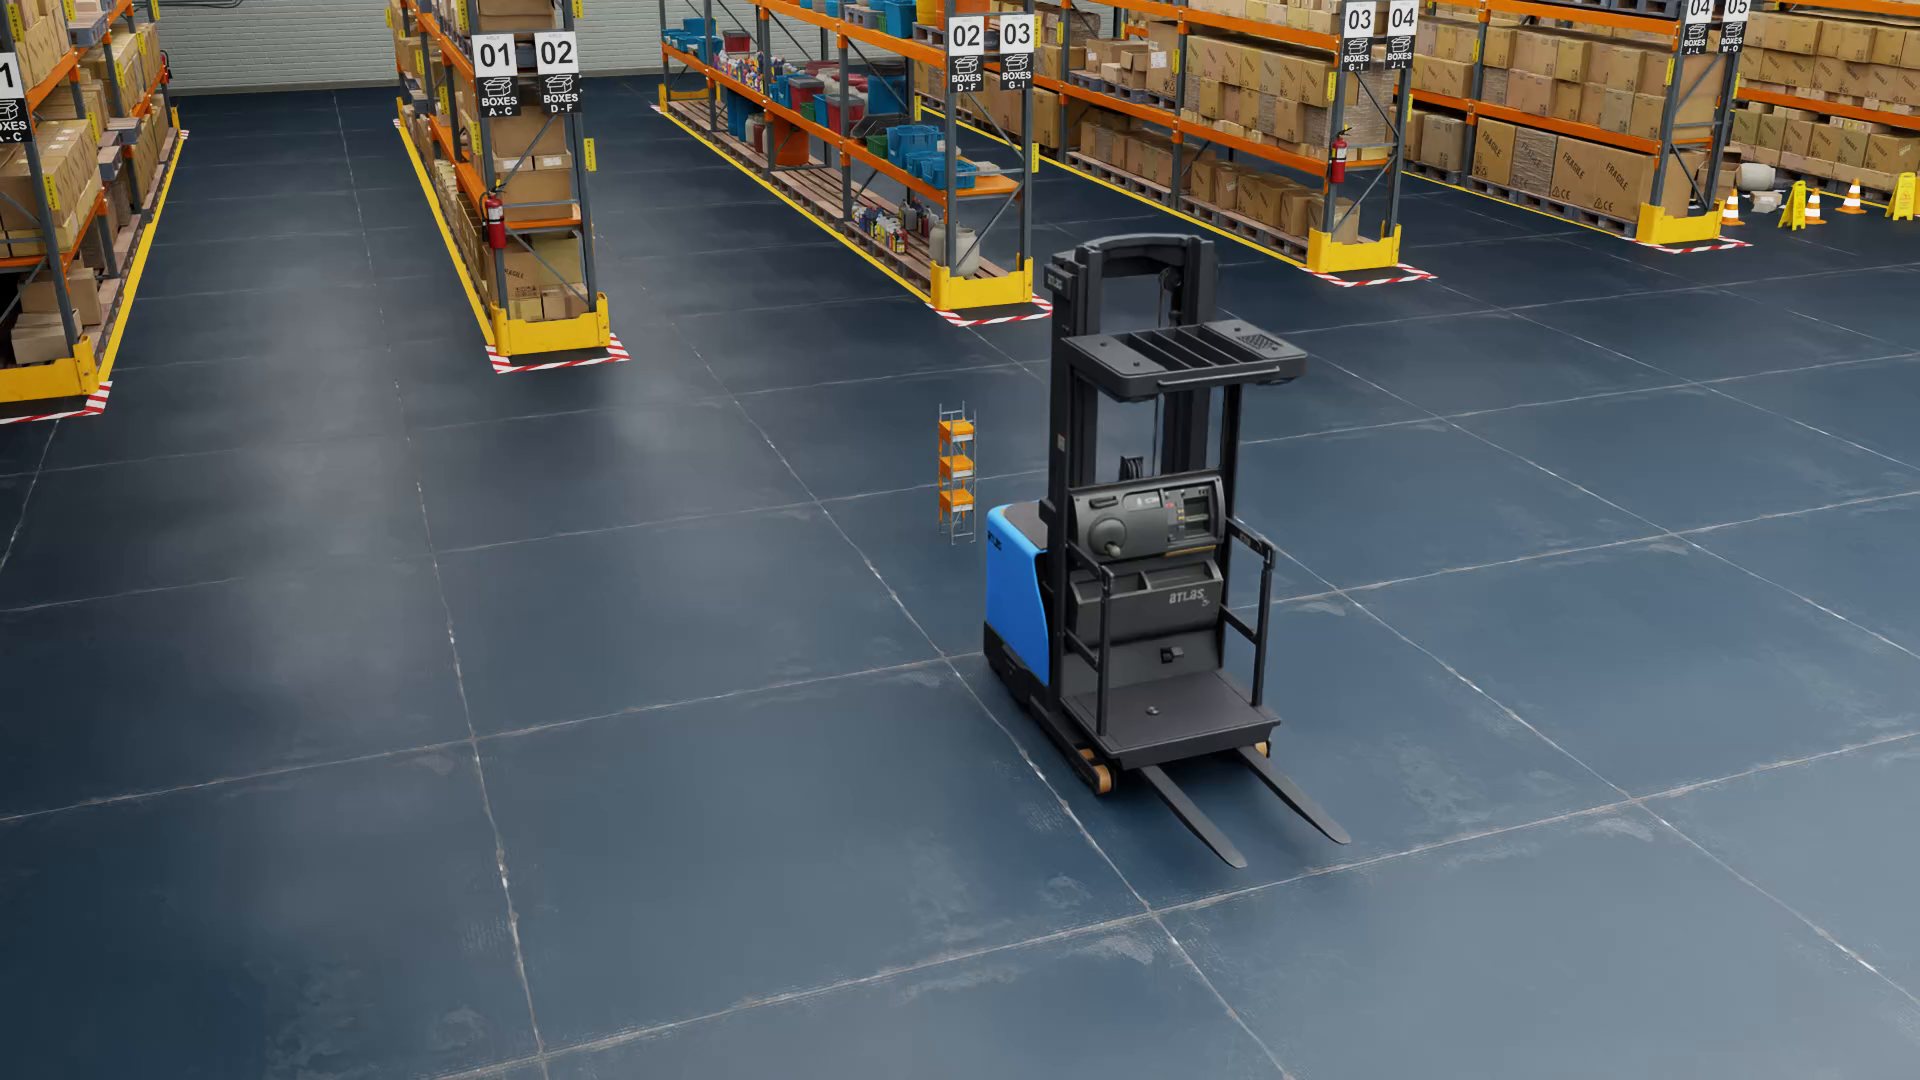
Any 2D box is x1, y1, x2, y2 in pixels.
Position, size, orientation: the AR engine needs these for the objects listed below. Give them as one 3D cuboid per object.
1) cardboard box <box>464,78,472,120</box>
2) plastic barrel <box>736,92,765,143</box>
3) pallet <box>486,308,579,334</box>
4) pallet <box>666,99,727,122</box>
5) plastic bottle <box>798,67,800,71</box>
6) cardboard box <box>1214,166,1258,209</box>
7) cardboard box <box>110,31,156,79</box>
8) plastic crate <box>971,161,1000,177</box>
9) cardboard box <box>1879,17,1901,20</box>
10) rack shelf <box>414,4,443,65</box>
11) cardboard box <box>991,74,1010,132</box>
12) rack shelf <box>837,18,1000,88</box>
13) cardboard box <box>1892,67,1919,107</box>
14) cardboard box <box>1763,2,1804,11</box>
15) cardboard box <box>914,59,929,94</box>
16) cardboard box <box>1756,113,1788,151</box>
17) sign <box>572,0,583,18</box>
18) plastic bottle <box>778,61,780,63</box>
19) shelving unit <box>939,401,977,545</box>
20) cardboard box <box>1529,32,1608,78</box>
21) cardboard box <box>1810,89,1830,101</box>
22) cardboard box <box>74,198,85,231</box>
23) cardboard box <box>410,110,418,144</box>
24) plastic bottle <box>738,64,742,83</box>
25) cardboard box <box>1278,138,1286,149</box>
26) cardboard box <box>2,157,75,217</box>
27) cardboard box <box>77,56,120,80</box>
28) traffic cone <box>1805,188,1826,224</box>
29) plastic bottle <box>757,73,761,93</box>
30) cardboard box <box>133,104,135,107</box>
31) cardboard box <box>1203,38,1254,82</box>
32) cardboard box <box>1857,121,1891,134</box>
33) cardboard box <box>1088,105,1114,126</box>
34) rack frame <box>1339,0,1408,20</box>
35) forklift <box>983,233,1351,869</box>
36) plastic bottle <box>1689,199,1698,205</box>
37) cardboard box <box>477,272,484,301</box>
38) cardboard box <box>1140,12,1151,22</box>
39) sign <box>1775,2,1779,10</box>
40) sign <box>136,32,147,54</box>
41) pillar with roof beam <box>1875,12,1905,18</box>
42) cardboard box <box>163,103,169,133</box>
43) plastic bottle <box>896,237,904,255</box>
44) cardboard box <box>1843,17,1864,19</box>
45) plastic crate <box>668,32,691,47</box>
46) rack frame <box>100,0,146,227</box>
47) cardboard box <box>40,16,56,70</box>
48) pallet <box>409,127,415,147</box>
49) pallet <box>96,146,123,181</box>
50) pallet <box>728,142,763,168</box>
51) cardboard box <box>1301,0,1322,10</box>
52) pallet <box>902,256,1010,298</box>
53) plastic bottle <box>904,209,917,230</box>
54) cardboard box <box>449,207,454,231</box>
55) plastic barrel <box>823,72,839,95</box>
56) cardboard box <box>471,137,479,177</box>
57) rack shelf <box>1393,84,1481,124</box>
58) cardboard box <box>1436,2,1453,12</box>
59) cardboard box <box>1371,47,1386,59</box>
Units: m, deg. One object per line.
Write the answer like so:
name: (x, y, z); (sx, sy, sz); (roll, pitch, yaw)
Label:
cardboard box: (-5.383, -5.190, 19.404); (0.700, 0.500, 0.500); (-8, 24, -19)
plastic barrel: (-3.490, -7.245, 28.237); (0.600, 0.901, 0.708); (-8, 24, -19)
pallet: (-4.622, -2.424, 18.229); (1.003, 0.211, 1.213); (-8, 24, -19)
pallet: (-5.074, -8.339, 32.263); (1.003, 0.211, 1.213); (-8, 24, -19)
plastic bottle: (-2.603, -7.477, 26.777); (0.061, 0.283, 0.133); (-8, 24, -19)
cardboard box: (3.857, -4.932, 23.267); (0.500, 0.500, 0.500); (-1, 23, -2)
cardboard box: (-13.880, -7.983, 27.441); (0.980, 0.700, 0.700); (-10, 25, -22)
plastic crate: (0.308, -4.363, 19.579); (0.298, 0.136, 0.250); (-8, 24, -19)
cardboard box: (16.908, -9.443, 30.328); (0.380, 0.149, 0.250); (-8, 24, -17)
rack shelf: (-6.432, -6.668, 21.772); (1.077, 0.370, 4.000); (-8, 24, -19)
cardboard box: (1.279, -7.815, 29.625); (1.225, 0.875, 0.875); (-9, 25, -21)
rack shelf: (-0.384, -5.893, 19.933); (1.077, 0.370, 4.000); (-8, 24, -19)
cardboard box: (13.778, -6.497, 23.791); (0.500, 0.500, 0.500); (-9, 24, -20)
cardboard box: (16.008, -10.192, 32.399); (0.500, 0.500, 0.500); (-7, 24, -17)
cardboard box: (-0.395, -9.601, 33.863); (0.875, 0.875, 0.875); (-8, 24, -19)
cardboard box: (12.970, -6.436, 26.191); (0.500, 0.500, 0.500); (-7, 24, -17)
sign: (-3.791, -5.332, 16.450); (0.100, 0.325, 0.005); (-8, 24, -19)
plastic bottle: (-2.981, -7.773, 27.495); (0.097, 0.271, 0.097); (0, 23, 0)
shelving unit: (-0.019, -0.503, 12.592); (0.215, 1.050, 0.252); (-8, 24, -19)
cardboard box: (8.683, -6.921, 23.725); (0.875, 0.550, 0.550); (-8, 24, -19)
cardboard box: (13.184, -6.780, 25.297); (0.380, 0.149, 0.250); (-8, 24, -19)
cardboard box: (-9.192, -3.289, 16.860); (0.500, 0.250, 0.500); (-9, 24, -20)
cardboard box: (-9.018, -7.016, 28.186); (0.500, 0.500, 0.500); (-8, 24, -19)
plastic bottle: (-3.561, -7.588, 27.040); (0.061, 0.283, 0.133); (-8, 24, -19)
cardboard box: (4.315, -5.118, 21.355); (0.380, 0.149, 0.250); (-8, 24, -19)
cardboard box: (-8.998, -3.437, 16.245); (0.500, 0.500, 0.500); (-8, 24, -19)
cardboard box: (-11.701, -6.411, 22.597); (0.500, 0.250, 0.500); (-8, 24, -18)
traffic cone: (11.950, -4.689, 23.279); (0.336, 0.463, 0.334); (-8, 24, -19)
plastic bottle: (-3.127, -7.140, 25.980); (0.061, 0.283, 0.133); (-8, 24, -19)
cardboard box: (-12.393, -6.458, 24.508); (0.380, 0.149, 0.250); (-9, 24, -20)
cardboard box: (3.643, -6.512, 22.540); (0.500, 0.500, 0.500); (-8, 24, -19)
cardboard box: (13.508, -6.105, 24.571); (0.380, 0.149, 0.250); (-8, 24, -17)
cardboard box: (2.395, -6.859, 26.847); (0.500, 0.250, 0.500); (-7, 24, -17)
rack frame: (4.956, -7.559, 19.099); (1.000, 3.000, 0.127); (-8, 24, -19)
forklift: (1.152, -0.103, 9.220); (1.130, 2.935, 3.031); (-8, 24, -19)
plastic bottle: (10.726, -5.006, 24.549); (0.133, 0.061, 0.283); (-18, 29, -37)
cardboard box: (-5.144, -2.879, 18.718); (0.500, 0.250, 0.500); (-8, 24, -19)
cardboard box: (4.093, -11.043, 34.577); (0.500, 0.500, 0.500); (-8, 24, -19)
sign: (15.539, -10.163, 31.611); (0.100, 0.325, 0.005); (-8, 24, -19)
sign: (-12.680, -7.691, 25.747); (0.100, 0.325, 0.005); (-8, 24, -19)
pillar with roof beam: (13.320, -11.567, 28.608); (9.100, 9.000, 0.400); (-8, 24, -19)
cardboard box: (-14.257, -7.370, 29.053); (0.700, 0.500, 0.500); (-8, 24, -19)
plastic bottle: (-0.736, -3.636, 20.550); (0.097, 0.201, 0.097); (0, 23, 0)
cardboard box: (16.347, -9.465, 30.380); (0.380, 0.149, 0.250); (-8, 24, -18)
plastic crate: (-5.318, -9.505, 31.578); (0.416, 0.233, 0.300); (-8, 24, -19)
rack frame: (-11.772, -5.663, 22.323); (1.000, 3.000, 0.127); (-8, 24, -19)
cardboard box: (-9.382, -4.929, 16.566); (0.500, 0.500, 0.500); (-7, 24, -16)
pallet: (-9.228, -7.206, 29.575); (1.003, 0.211, 1.213); (-8, 24, -19)
pallet: (-10.492, -4.419, 19.618); (1.003, 0.211, 1.213); (-8, 24, -19)
pallet: (-3.248, -6.460, 27.806); (1.003, 0.211, 1.213); (-8, 24, -19)
cardboard box: (4.385, -6.545, 20.234); (0.380, 0.149, 0.250); (-9, 25, -21)
pallet: (-0.030, -3.147, 19.945); (1.003, 0.211, 1.213); (-8, 24, -19)
plastic bottle: (-0.655, -4.223, 21.847); (0.152, 0.276, 0.135); (-8, 24, -19)
cardboard box: (-6.501, -4.298, 22.084); (0.500, 0.250, 0.500); (-8, 24, -18)
plastic barrel: (-1.791, -6.576, 24.346); (0.421, 0.512, 0.421); (0, 23, 0)
cardboard box: (-5.370, -4.585, 19.638); (0.700, 0.500, 0.500); (-9, 24, -20)
rack shelf: (7.513, -7.287, 27.104); (1.077, 0.370, 4.000); (-8, 24, -19)
cardboard box: (9.875, -10.822, 33.148); (0.500, 0.500, 0.500); (-8, 24, -18)
cardboard box: (7.072, -7.824, 27.321); (0.500, 0.500, 0.500); (-8, 24, -19)
